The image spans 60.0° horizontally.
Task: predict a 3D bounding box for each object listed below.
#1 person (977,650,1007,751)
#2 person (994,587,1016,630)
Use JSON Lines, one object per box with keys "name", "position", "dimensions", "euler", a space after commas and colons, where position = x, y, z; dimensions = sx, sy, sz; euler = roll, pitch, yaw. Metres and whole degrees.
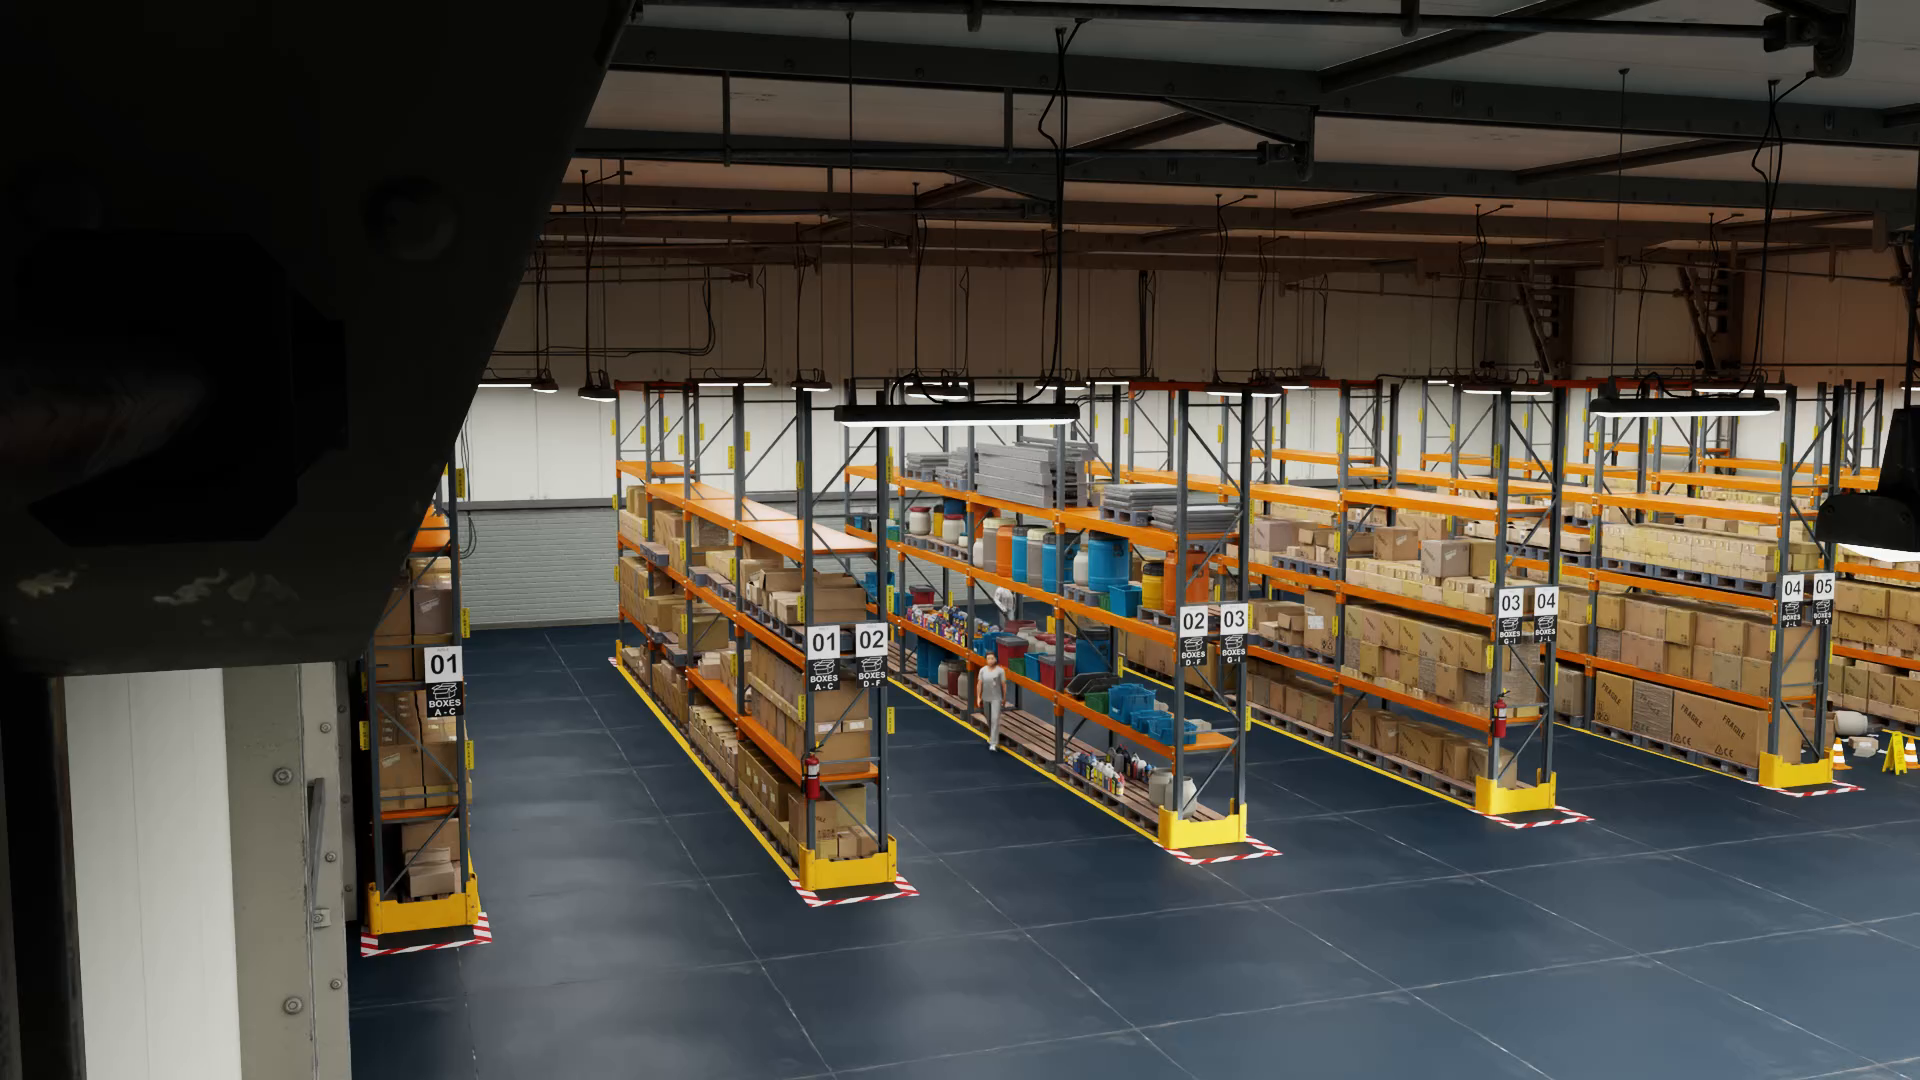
{"name": "person", "position": [0.520, 2.623, 27.335], "dimensions": [0.490, 1.610, 1.036], "euler": [3, 7, 23]}
{"name": "person", "position": [1.071, 1.559, 37.648], "dimensions": [0.654, 1.606, 0.696], "euler": [-1, 6, -10]}
